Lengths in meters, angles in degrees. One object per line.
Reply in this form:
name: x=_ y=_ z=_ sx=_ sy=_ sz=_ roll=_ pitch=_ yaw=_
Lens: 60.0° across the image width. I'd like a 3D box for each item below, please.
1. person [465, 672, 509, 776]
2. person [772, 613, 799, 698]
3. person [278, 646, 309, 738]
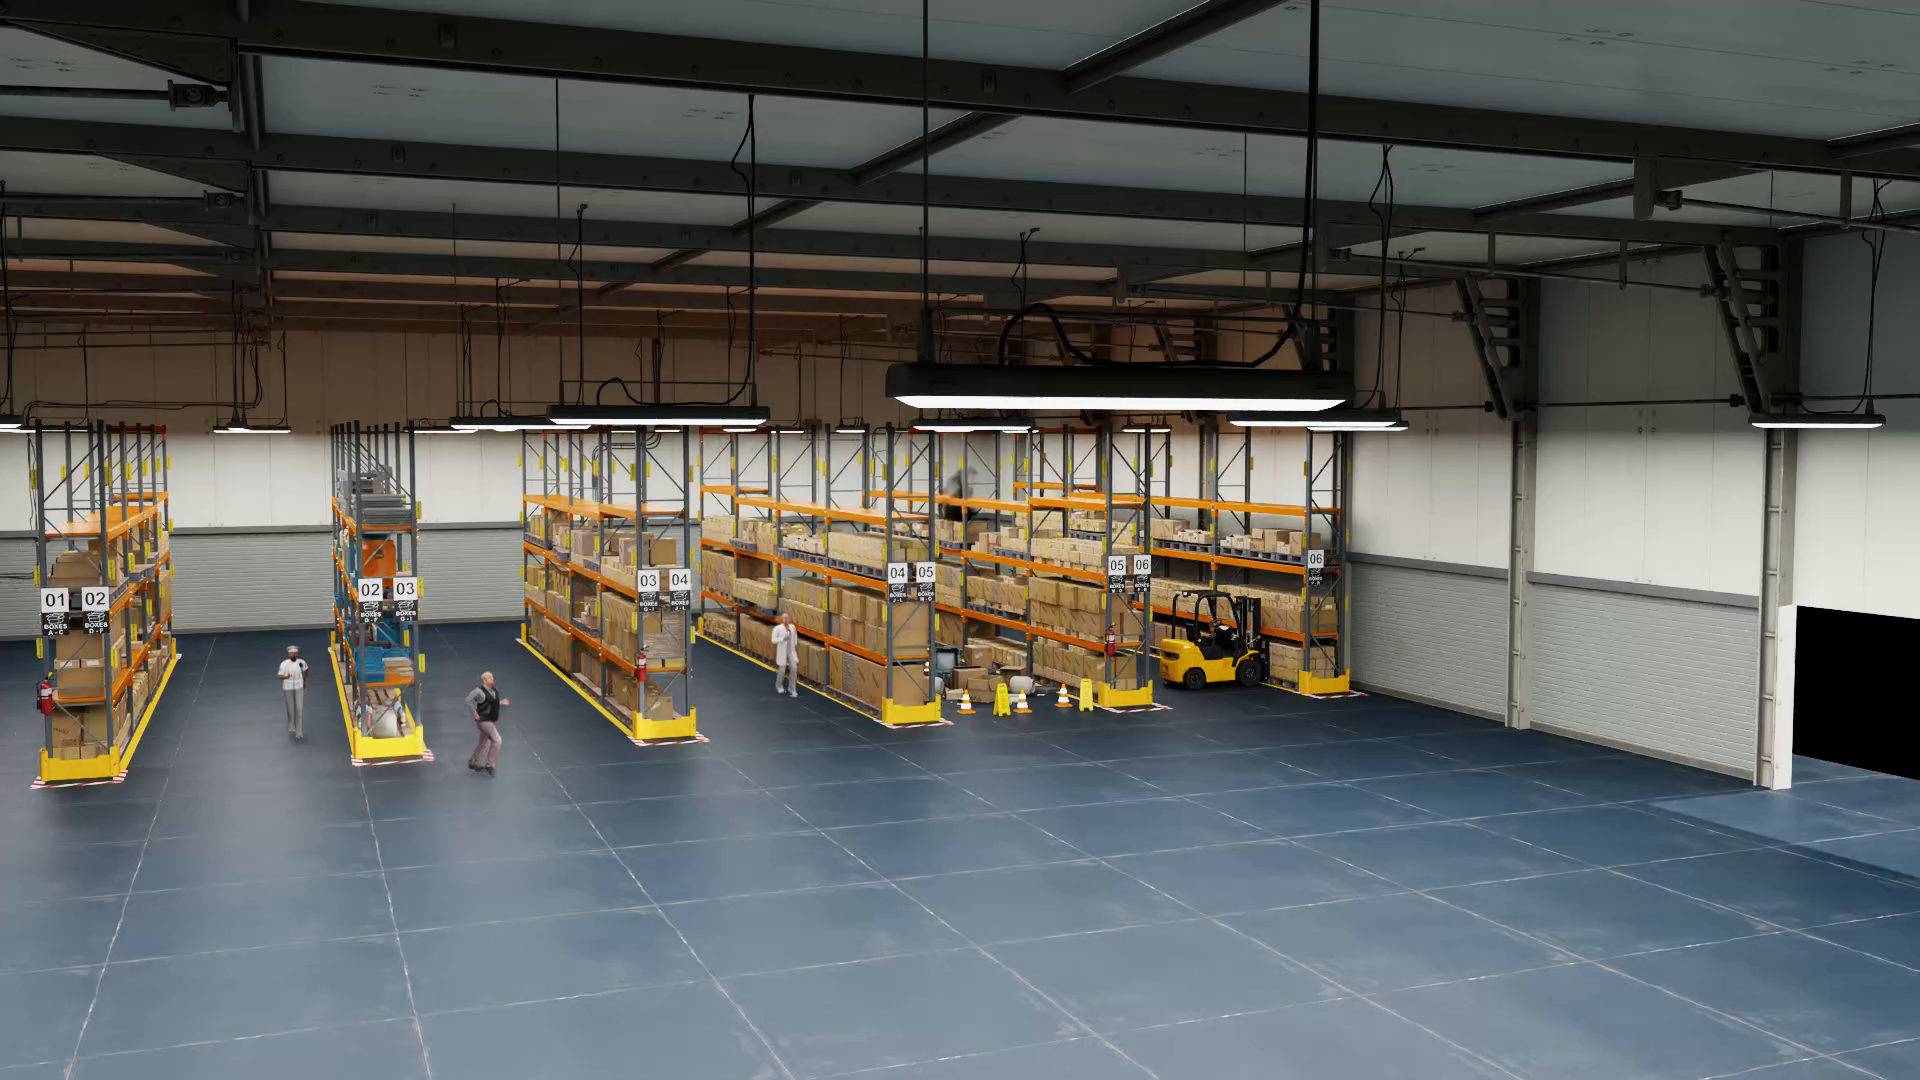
person: x=-7.998 y=3.126 z=28.168 sx=0.761 sy=1.774 sz=0.625 roll=1 pitch=4 yaw=11
person: x=-3.842 y=2.531 z=36.660 sx=0.685 sy=1.831 sz=0.832 roll=-2 pitch=4 yaw=-26
person: x=-12.716 y=2.866 z=31.750 sx=0.570 sy=1.719 sz=0.850 roll=-2 pitch=4 yaw=-23
